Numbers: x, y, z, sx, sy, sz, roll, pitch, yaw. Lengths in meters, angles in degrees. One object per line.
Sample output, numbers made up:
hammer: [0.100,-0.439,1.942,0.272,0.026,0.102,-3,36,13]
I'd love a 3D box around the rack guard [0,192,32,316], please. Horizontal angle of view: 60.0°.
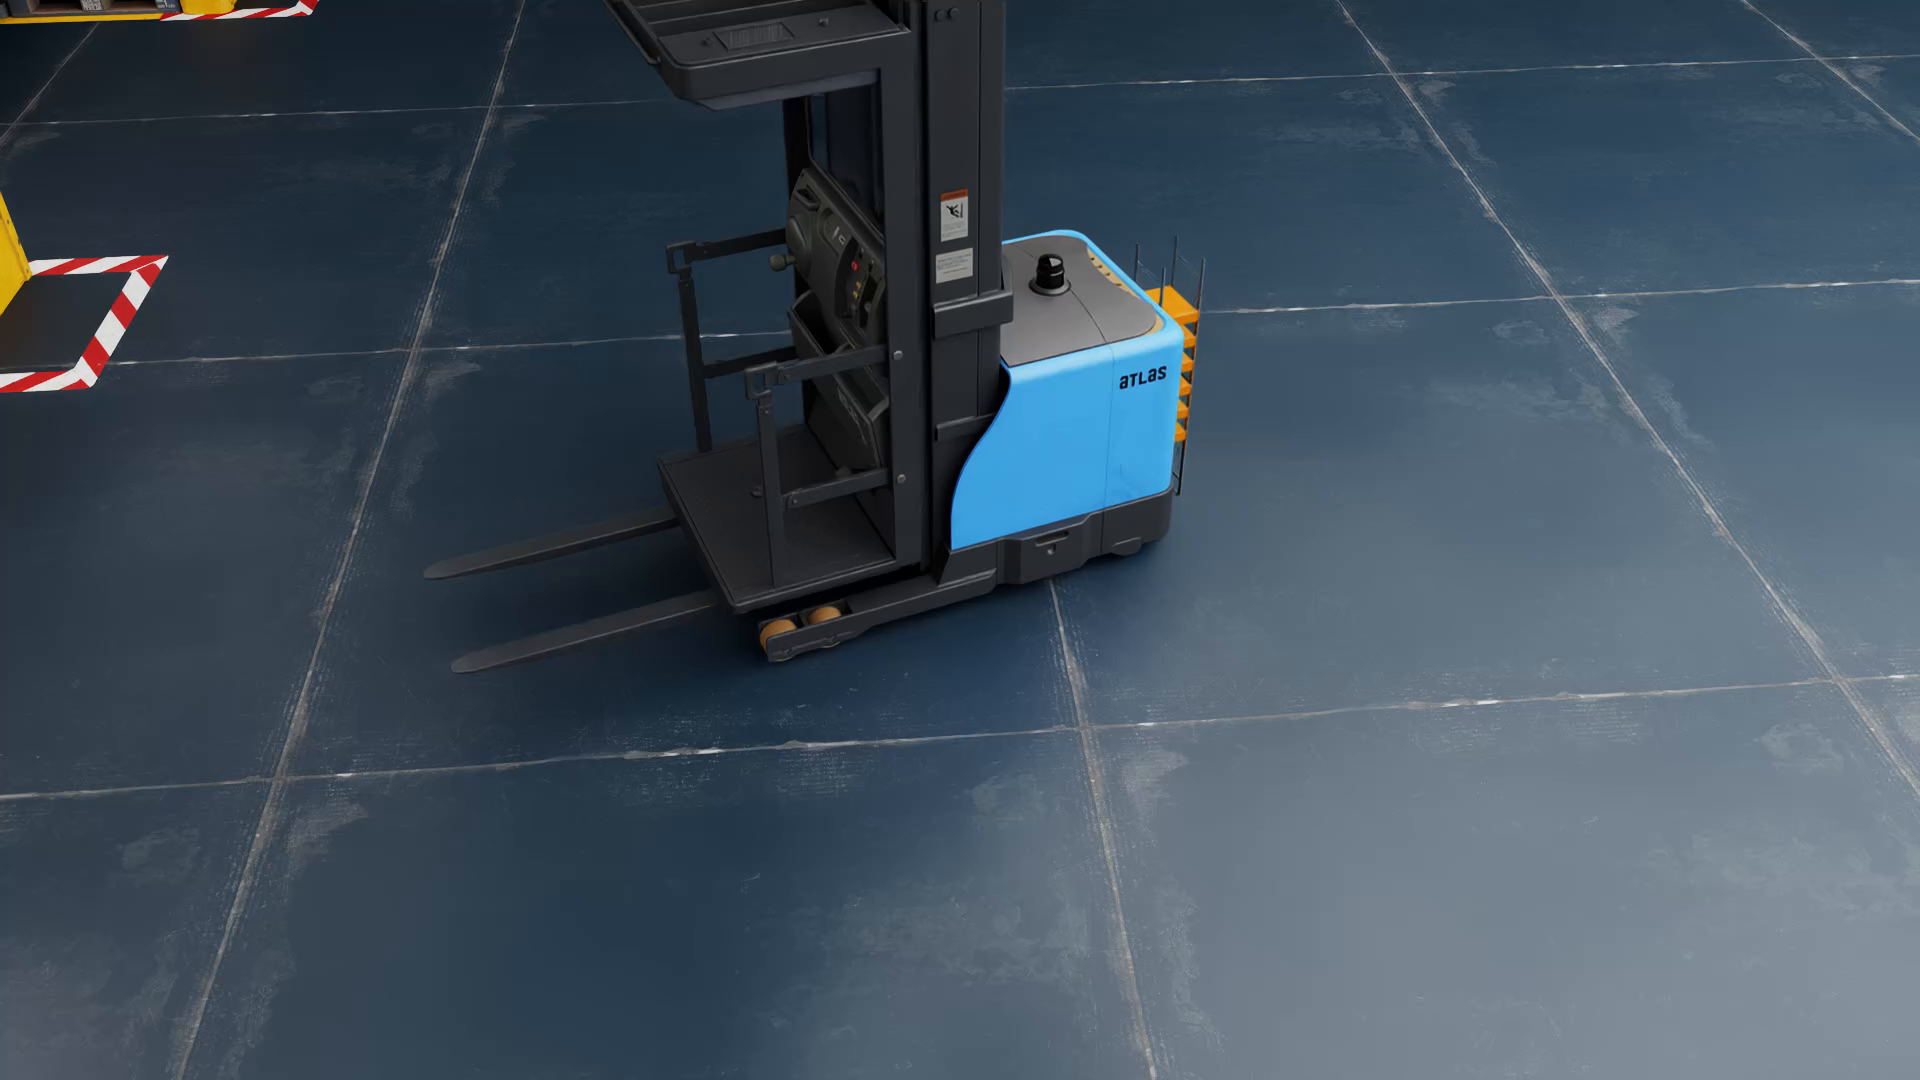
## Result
rack guard: [-5.196,-1.312,8.509,0.348,0.500,1.175,-3,38,-4]

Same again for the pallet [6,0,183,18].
pallet: [-6.322,-4.197,12.399,1.213,0.211,1.003,-3,38,-4]

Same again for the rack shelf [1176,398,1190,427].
rack shelf: [0.861,-0.582,7.284,0.180,0.103,0.258,-15,41,-19]

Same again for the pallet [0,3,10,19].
pallet: [-7.534,-4.132,12.317,1.213,0.211,1.003,-3,38,-4]

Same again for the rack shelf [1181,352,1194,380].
rack shelf: [0.861,-0.770,7.135,0.180,0.103,0.258,-15,41,-19]

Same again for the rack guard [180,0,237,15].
rack guard: [-5.540,-4.380,12.397,0.348,0.500,1.175,-3,38,-4]

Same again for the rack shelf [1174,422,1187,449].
rack shelf: [0.861,-0.488,7.358,0.180,0.103,0.258,-15,41,-19]

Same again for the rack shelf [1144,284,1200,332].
rack shelf: [0.861,-0.959,6.987,0.180,0.103,0.258,-15,41,-19]

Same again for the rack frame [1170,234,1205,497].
rack frame: [0.945,-0.734,7.211,0.006,1.200,0.240,-15,41,-19]

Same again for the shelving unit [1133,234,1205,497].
shelving unit: [0.861,-0.711,7.182,0.189,1.200,0.258,-15,41,-19]

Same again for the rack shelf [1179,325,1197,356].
rack shelf: [0.861,-0.865,7.061,0.180,0.103,0.258,-15,41,-19]

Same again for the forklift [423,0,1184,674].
forklift: [-0.656,-1.041,6.203,3.031,2.935,1.130,-15,41,-18]

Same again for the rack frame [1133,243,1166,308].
rack frame: [0.777,-0.688,7.153,0.006,1.200,0.240,-15,41,-19]

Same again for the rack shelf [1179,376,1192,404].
rack shelf: [0.861,-0.676,7.210,0.180,0.103,0.258,-15,41,-19]
